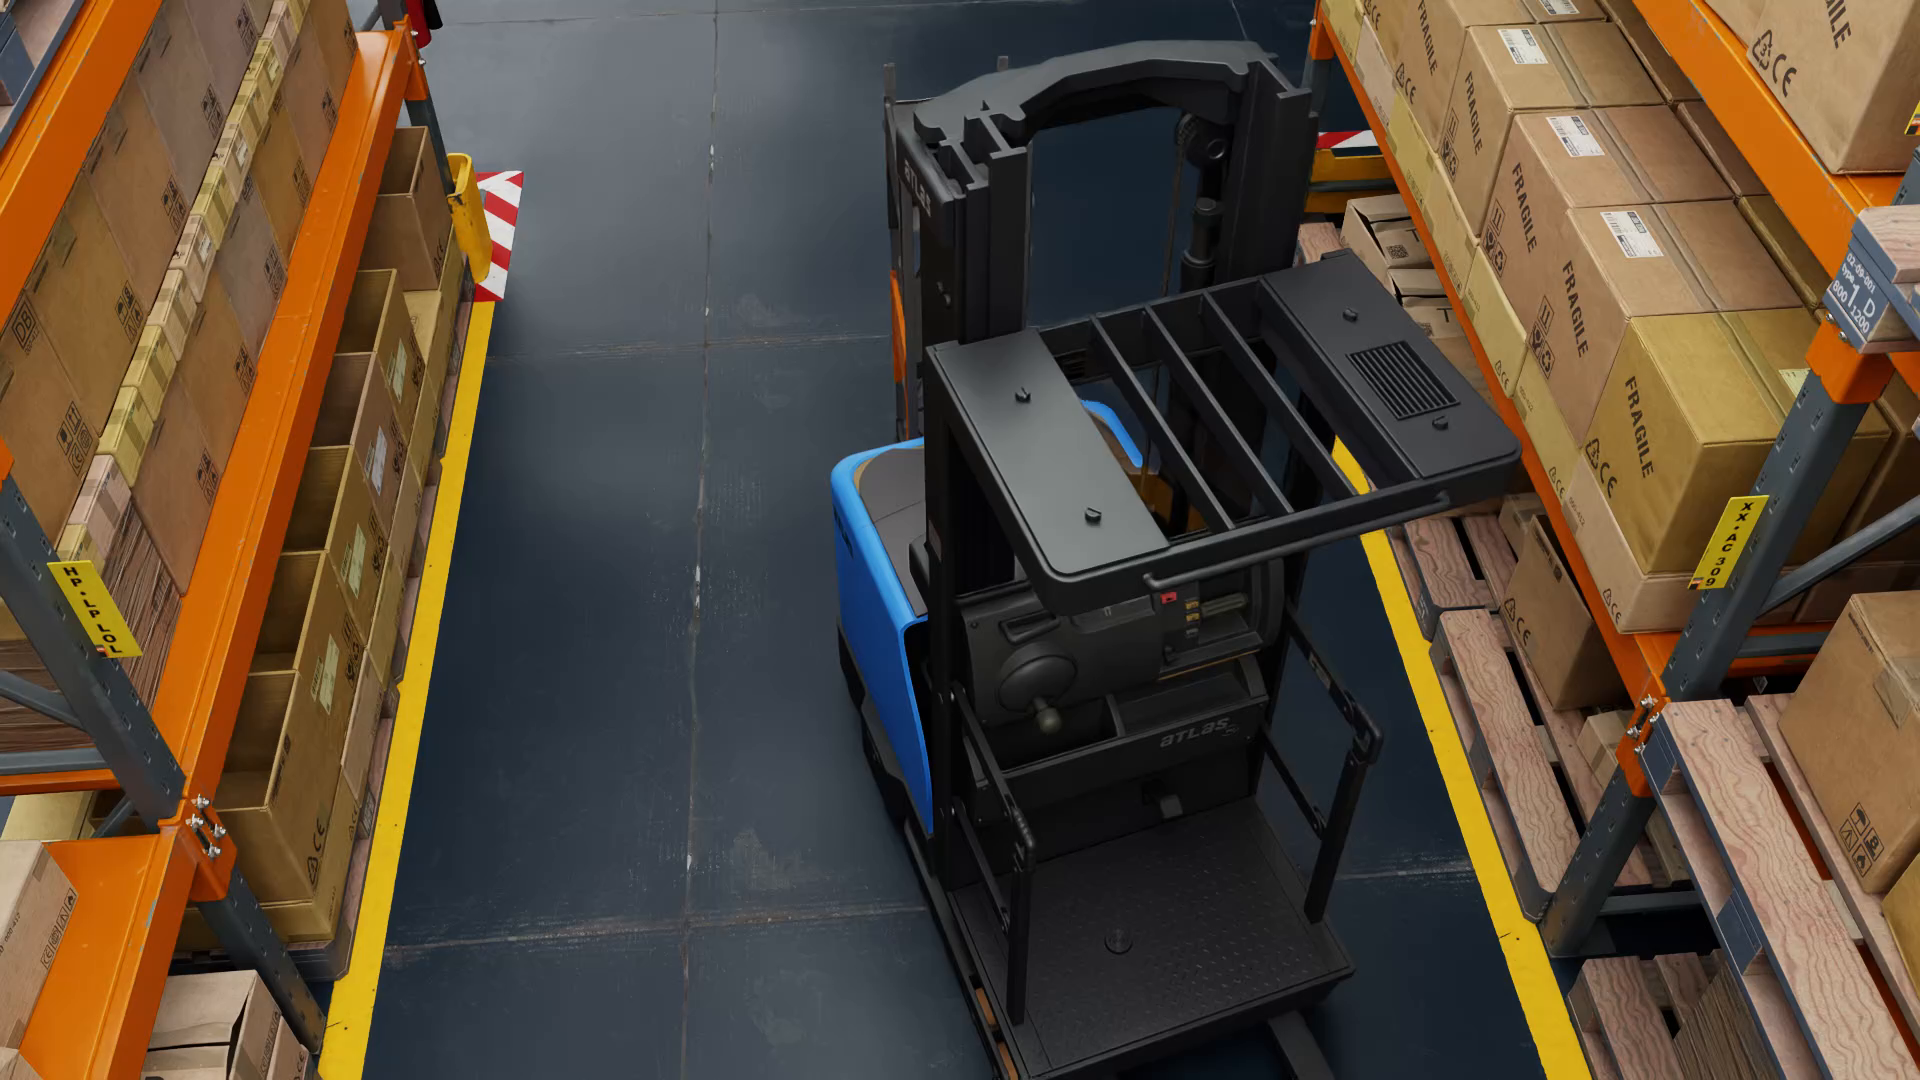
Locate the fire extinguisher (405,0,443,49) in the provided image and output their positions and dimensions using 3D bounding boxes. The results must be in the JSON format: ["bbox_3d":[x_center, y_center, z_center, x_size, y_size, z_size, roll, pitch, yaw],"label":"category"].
[{"bbox_3d":[-2.393,-2.409,7.019,0.296,0.674,0.183,-3,47,-3],"label":"fire extinguisher"}]

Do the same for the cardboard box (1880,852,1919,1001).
[{"bbox_3d":[2.474,0.858,3.500,0.700,0.500,0.500,1,47,1],"label":"cardboard box"}]

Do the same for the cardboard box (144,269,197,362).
[{"bbox_3d":[-2.427,-0.630,4.765,0.380,0.149,0.250,-5,47,-5],"label":"cardboard box"}]

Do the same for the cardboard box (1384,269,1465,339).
[{"bbox_3d":[2.106,-0.934,7.117,0.500,0.311,0.500,0,47,0],"label":"cardboard box"}]

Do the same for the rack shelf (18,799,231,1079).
[{"bbox_3d":[-2.343,2.267,3.033,1.077,0.370,4.000,-3,47,-3],"label":"rack shelf"}]

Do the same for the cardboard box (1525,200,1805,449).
[{"bbox_3d":[2.030,-0.629,4.852,0.500,0.500,0.500,-4,47,-4],"label":"cardboard box"}]

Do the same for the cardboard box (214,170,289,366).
[{"bbox_3d":[-2.687,-0.898,5.465,0.700,0.500,0.500,-2,47,-2],"label":"cardboard box"}]

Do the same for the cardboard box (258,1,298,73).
[{"bbox_3d":[-2.560,-1.758,5.833,0.380,0.149,0.250,-3,47,-3],"label":"cardboard box"}]

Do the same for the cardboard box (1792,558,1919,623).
[{"bbox_3d":[2.600,-0.040,4.811,0.500,0.250,0.500,-3,47,-3],"label":"cardboard box"}]

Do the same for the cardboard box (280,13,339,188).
[{"bbox_3d":[-2.770,-1.638,6.166,0.700,0.500,0.500,-2,47,-2],"label":"cardboard box"}]

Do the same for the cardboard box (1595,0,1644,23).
[{"bbox_3d":[2.422,-1.772,5.935,0.500,0.500,0.500,-5,47,-4],"label":"cardboard box"}]

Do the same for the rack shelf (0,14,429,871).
[{"bbox_3d":[-2.678,-0.627,5.774,1.077,0.370,4.000,-3,47,-3],"label":"rack shelf"}]

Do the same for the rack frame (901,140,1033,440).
[{"bbox_3d":[0.019,-0.455,5.735,0.400,2.100,0.015,-5,47,-5],"label":"rack frame"}]

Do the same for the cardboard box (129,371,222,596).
[{"bbox_3d":[-2.605,-0.164,4.770,0.700,0.500,0.500,-4,47,-4],"label":"cardboard box"}]

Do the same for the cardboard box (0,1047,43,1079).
[{"bbox_3d":[-2.254,1.243,3.599,0.396,0.266,0.258,-5,47,-4],"label":"cardboard box"}]

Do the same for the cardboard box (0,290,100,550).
[{"bbox_3d":[-2.554,-0.229,3.938,0.700,0.500,0.500,-3,47,-3],"label":"cardboard box"}]

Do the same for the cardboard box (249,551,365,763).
[{"bbox_3d":[-2.287,0.400,5.394,0.500,0.500,0.500,-3,47,-3],"label":"cardboard box"}]

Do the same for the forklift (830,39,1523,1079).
[{"bbox_3d":[0.534,0.347,4.403,1.130,2.935,3.031,-15,48,-14],"label":"forklift"}]

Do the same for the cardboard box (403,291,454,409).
[{"bbox_3d":[-2.452,-0.790,7.036,0.500,0.250,0.500,-3,47,-3],"label":"cardboard box"}]

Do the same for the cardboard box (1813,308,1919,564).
[{"bbox_3d":[2.594,-0.297,4.539,0.500,0.500,0.500,-4,47,-4],"label":"cardboard box"}]

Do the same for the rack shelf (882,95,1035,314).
[{"bbox_3d":[-0.012,-1.103,5.403,0.431,0.518,0.480,-5,47,-5],"label":"rack shelf"}]

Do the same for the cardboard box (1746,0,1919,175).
[{"bbox_3d":[2.137,-1.156,3.631,0.500,0.500,0.500,-2,47,-2],"label":"cardboard box"}]

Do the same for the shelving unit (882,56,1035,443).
[{"bbox_3d":[-0.012,-0.631,5.901,0.431,2.100,0.503,-5,47,-5],"label":"shelving unit"}]

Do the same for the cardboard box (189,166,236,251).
[{"bbox_3d":[-2.473,-1.012,5.127,0.380,0.149,0.250,-4,47,-4],"label":"cardboard box"}]

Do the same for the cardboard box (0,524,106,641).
[{"bbox_3d":[-2.340,0.109,4.066,0.380,0.149,0.250,-4,47,-3],"label":"cardboard box"}]

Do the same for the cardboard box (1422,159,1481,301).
[{"bbox_3d":[1.949,-1.099,5.814,0.500,0.250,0.500,-3,47,-3],"label":"cardboard box"}]

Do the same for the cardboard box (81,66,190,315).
[{"bbox_3d":[-2.639,-0.957,4.628,0.700,0.500,0.500,-4,47,-3],"label":"cardboard box"}]

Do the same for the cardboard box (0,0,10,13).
[{"bbox_3d":[-2.335,-1.392,3.612,0.500,0.311,0.500,-6,47,-5],"label":"cardboard box"}]

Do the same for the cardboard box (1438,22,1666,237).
[{"bbox_3d":[1.954,-1.370,5.554,0.500,0.500,0.500,-2,47,-2],"label":"cardboard box"}]

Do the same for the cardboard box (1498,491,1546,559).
[{"bbox_3d":[2.311,-0.061,6.402,0.380,0.149,0.250,-7,47,-6],"label":"cardboard box"}]

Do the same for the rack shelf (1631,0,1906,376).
[{"bbox_3d":[2.258,-1.963,4.972,1.077,0.370,4.000,-3,47,-3],"label":"rack shelf"}]

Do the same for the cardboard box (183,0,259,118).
[{"bbox_3d":[-2.722,-1.681,5.313,0.700,0.500,0.500,-3,47,-3],"label":"cardboard box"}]

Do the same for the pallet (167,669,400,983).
[{"bbox_3d":[-2.535,0.953,5.702,1.003,0.211,1.213,-3,47,-3],"label":"pallet"}]

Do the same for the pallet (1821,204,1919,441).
[{"bbox_3d":[2.371,-0.245,2.980,1.213,0.211,1.003,-3,47,-3],"label":"pallet"}]

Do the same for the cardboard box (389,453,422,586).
[{"bbox_3d":[-2.369,-0.066,6.351,0.500,0.250,0.500,-3,47,-3],"label":"cardboard box"}]

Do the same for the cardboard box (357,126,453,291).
[{"bbox_3d":[-2.504,-1.409,7.106,0.500,0.500,0.500,-3,47,-3],"label":"cardboard box"}]

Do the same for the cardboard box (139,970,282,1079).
[{"bbox_3d":[-2.191,1.456,4.523,0.500,0.311,0.500,-3,47,-3],"label":"cardboard box"}]

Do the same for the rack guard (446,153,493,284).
[{"bbox_3d":[-2.848,-1.480,7.807,1.175,0.500,0.348,-3,47,-3],"label":"rack guard"}]

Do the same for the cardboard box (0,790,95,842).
[{"bbox_3d":[-2.767,1.051,5.293,0.500,0.250,0.500,-3,47,-3],"label":"cardboard box"}]

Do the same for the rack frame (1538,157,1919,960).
[{"bbox_3d":[2.425,0.269,4.430,1.000,3.000,0.127,-3,47,-3],"label":"rack frame"}]

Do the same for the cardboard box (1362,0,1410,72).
[{"bbox_3d":[1.862,-2.117,6.262,0.500,0.500,0.500,-3,47,-3],"label":"cardboard box"}]

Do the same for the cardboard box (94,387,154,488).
[{"bbox_3d":[-2.385,-0.260,4.414,0.380,0.149,0.250,-5,47,-4],"label":"cardboard box"}]

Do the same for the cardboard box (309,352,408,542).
[{"bbox_3d":[-2.365,-0.324,6.079,0.500,0.500,0.500,-3,47,-3],"label":"cardboard box"}]

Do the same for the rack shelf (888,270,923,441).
[{"bbox_3d":[-0.012,-0.622,5.911,0.431,0.518,0.480,-5,47,-5],"label":"rack shelf"}]

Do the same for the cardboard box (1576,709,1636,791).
[{"bbox_3d":[2.351,0.706,5.664,0.380,0.166,0.250,-9,47,-8],"label":"cardboard box"}]

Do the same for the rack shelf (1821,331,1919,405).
[{"bbox_3d":[2.593,0.931,2.231,1.077,0.370,4.000,-3,47,-3],"label":"rack shelf"}]

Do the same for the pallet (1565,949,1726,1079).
[{"bbox_3d":[2.492,1.791,4.909,1.003,0.211,1.213,-3,47,-3],"label":"pallet"}]

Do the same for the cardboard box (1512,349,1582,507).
[{"bbox_3d":[2.050,-0.372,5.126,0.500,0.250,0.500,-3,47,-3],"label":"cardboard box"}]

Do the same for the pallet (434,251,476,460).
[{"bbox_3d":[-2.740,-0.812,7.374,1.003,0.211,1.213,-3,47,-3],"label":"pallet"}]

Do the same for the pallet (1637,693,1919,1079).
[{"bbox_3d":[2.344,0.896,3.967,1.003,0.211,1.213,-3,47,-3],"label":"pallet"}]

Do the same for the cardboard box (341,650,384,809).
[{"bbox_3d":[-2.284,0.657,5.666,0.500,0.250,0.500,-3,47,-3],"label":"cardboard box"}]

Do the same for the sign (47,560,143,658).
[{"bbox_3d":[-1.971,0.161,3.788,0.100,0.325,0.005,-3,47,-3],"label":"sign"}]

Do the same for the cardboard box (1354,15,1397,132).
[{"bbox_3d":[1.873,-1.834,6.510,0.500,0.250,0.500,-5,47,-5],"label":"cardboard box"}]

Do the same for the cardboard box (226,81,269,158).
[{"bbox_3d":[-2.514,-1.378,5.473,0.380,0.149,0.250,-2,47,-2],"label":"cardboard box"}]

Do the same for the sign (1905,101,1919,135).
[{"bbox_3d":[1.885,-0.902,3.116,0.100,0.325,0.005,-3,47,-3],"label":"sign"}]

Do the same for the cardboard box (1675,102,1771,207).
[{"bbox_3d":[2.518,-1.033,5.235,0.500,0.500,0.500,-2,47,-2],"label":"cardboard box"}]

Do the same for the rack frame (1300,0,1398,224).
[{"bbox_3d":[2.090,-2.626,7.171,1.000,3.000,0.127,-3,47,-3],"label":"rack frame"}]
